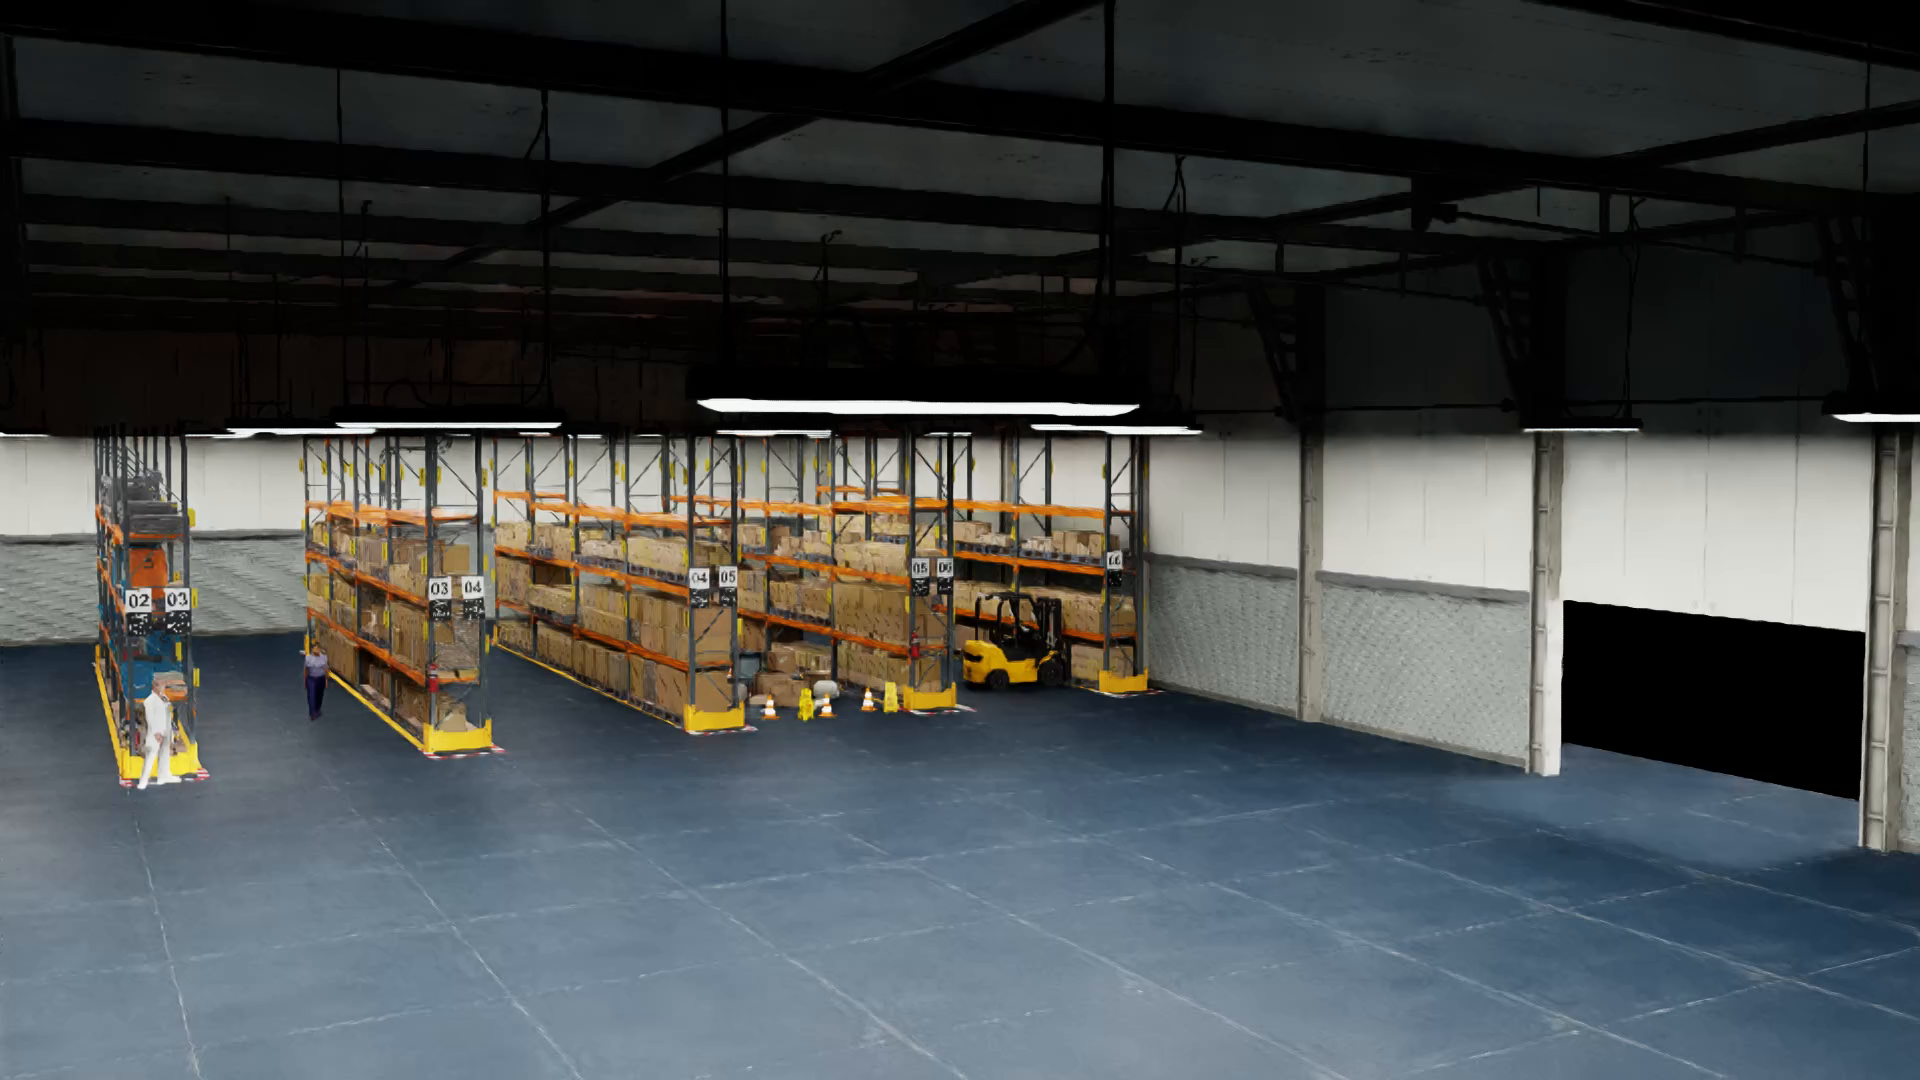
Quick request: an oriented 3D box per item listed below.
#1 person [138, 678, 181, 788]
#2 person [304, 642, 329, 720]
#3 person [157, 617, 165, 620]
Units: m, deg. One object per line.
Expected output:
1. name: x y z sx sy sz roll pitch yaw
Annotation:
1. person: -13.259 3.169 27.400 0.477 1.778 0.745 0 3 6
2. person: -13.168 2.862 34.067 0.478 1.567 1.083 -2 4 -31
3. person: -19.817 2.384 41.531 0.448 1.618 0.997 -3 4 -37
